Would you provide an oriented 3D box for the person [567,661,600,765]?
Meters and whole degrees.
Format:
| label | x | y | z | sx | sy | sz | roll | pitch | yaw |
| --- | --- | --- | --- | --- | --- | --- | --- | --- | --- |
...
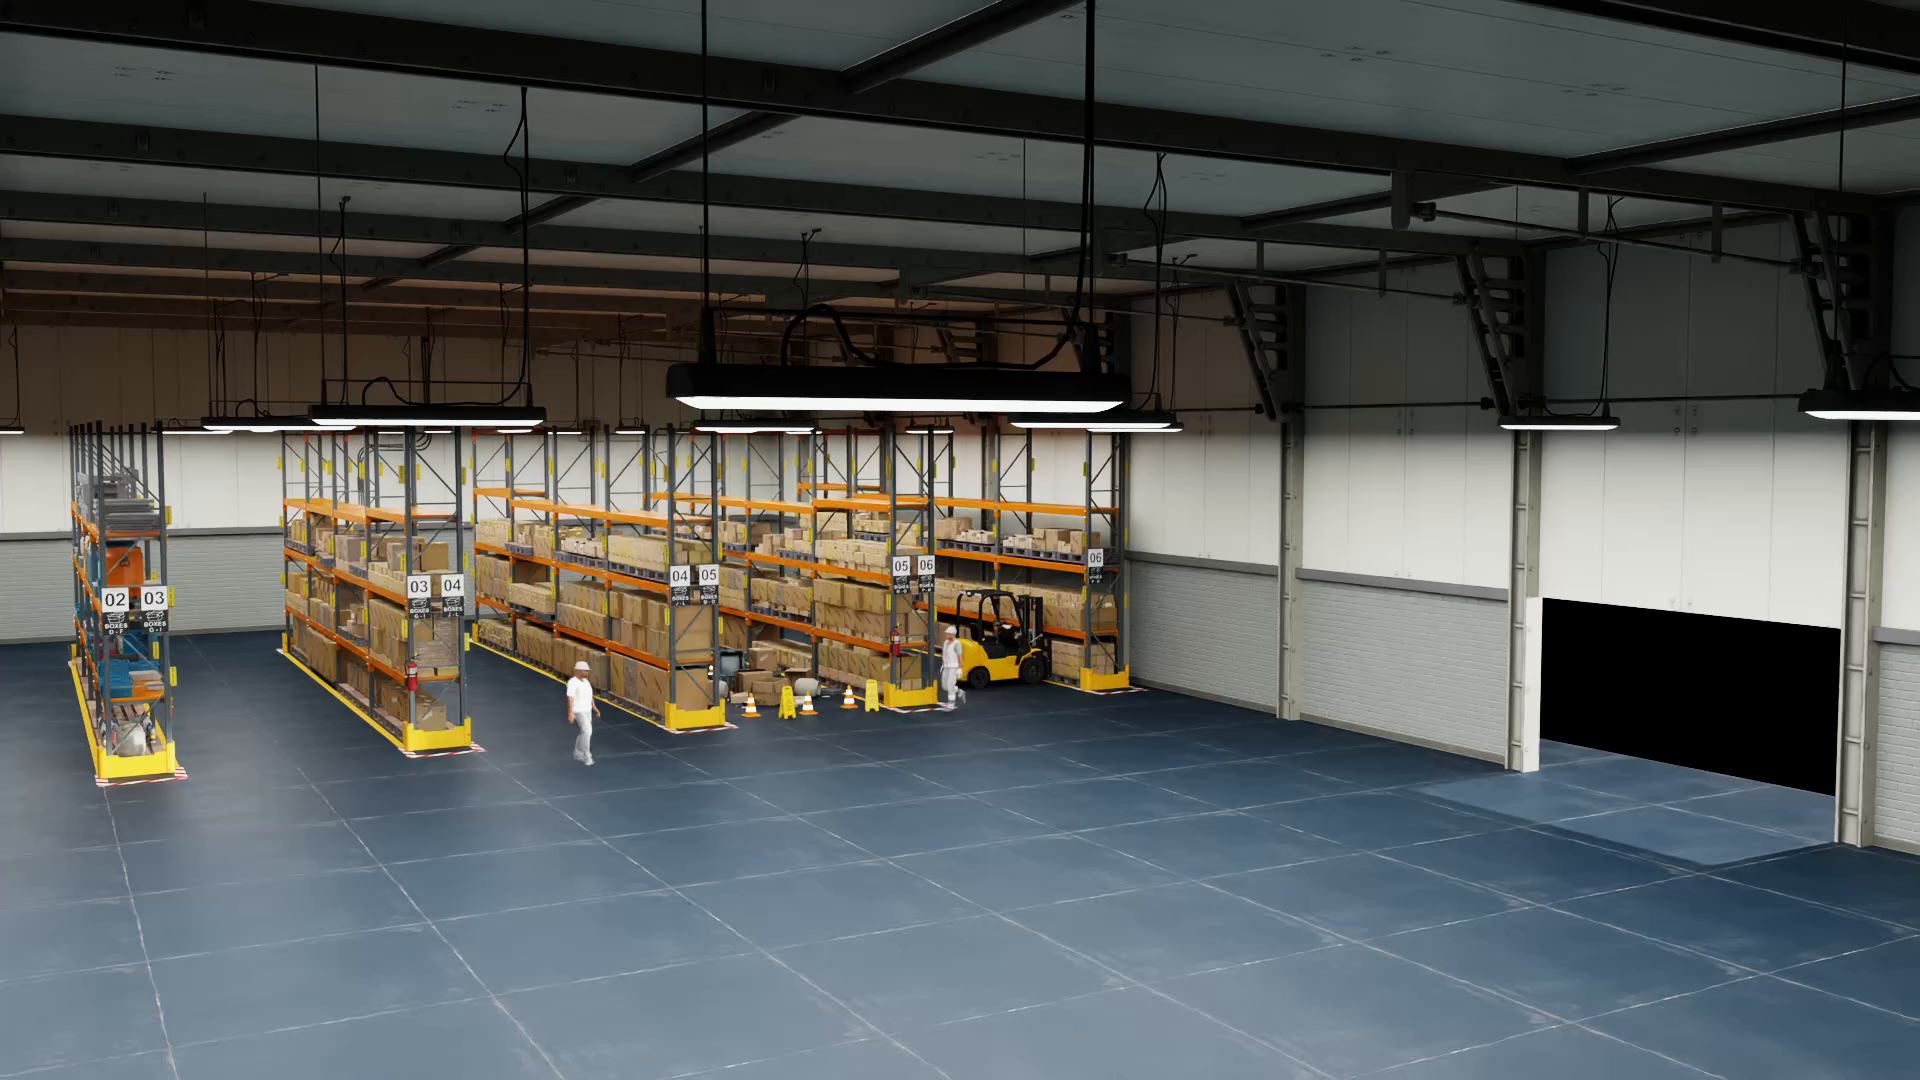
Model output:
| label | x | y | z | sx | sy | sz | roll | pitch | yaw |
| --- | --- | --- | --- | --- | --- | --- | --- | --- | --- |
| person | -6.604 | 3.059 | 29.277 | 0.532 | 1.832 | 0.599 | 1 | 4 | 14 |

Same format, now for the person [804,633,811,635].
| label | x | y | z | sx | sy | sz | roll | pitch | yaw |
| --- | --- | --- | --- | --- | --- | --- | --- | --- | --- |
| person | -4.357 | 1.923 | 48.008 | 0.461 | 1.669 | 0.490 | 1 | 4 | 12 |

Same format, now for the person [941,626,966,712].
| label | x | y | z | sx | sy | sz | roll | pitch | yaw |
| --- | --- | --- | --- | --- | --- | --- | --- | --- | --- |
| person | -0.124 | 2.687 | 34.793 | 0.714 | 1.779 | 0.638 | -3 | 4 | -37 |
